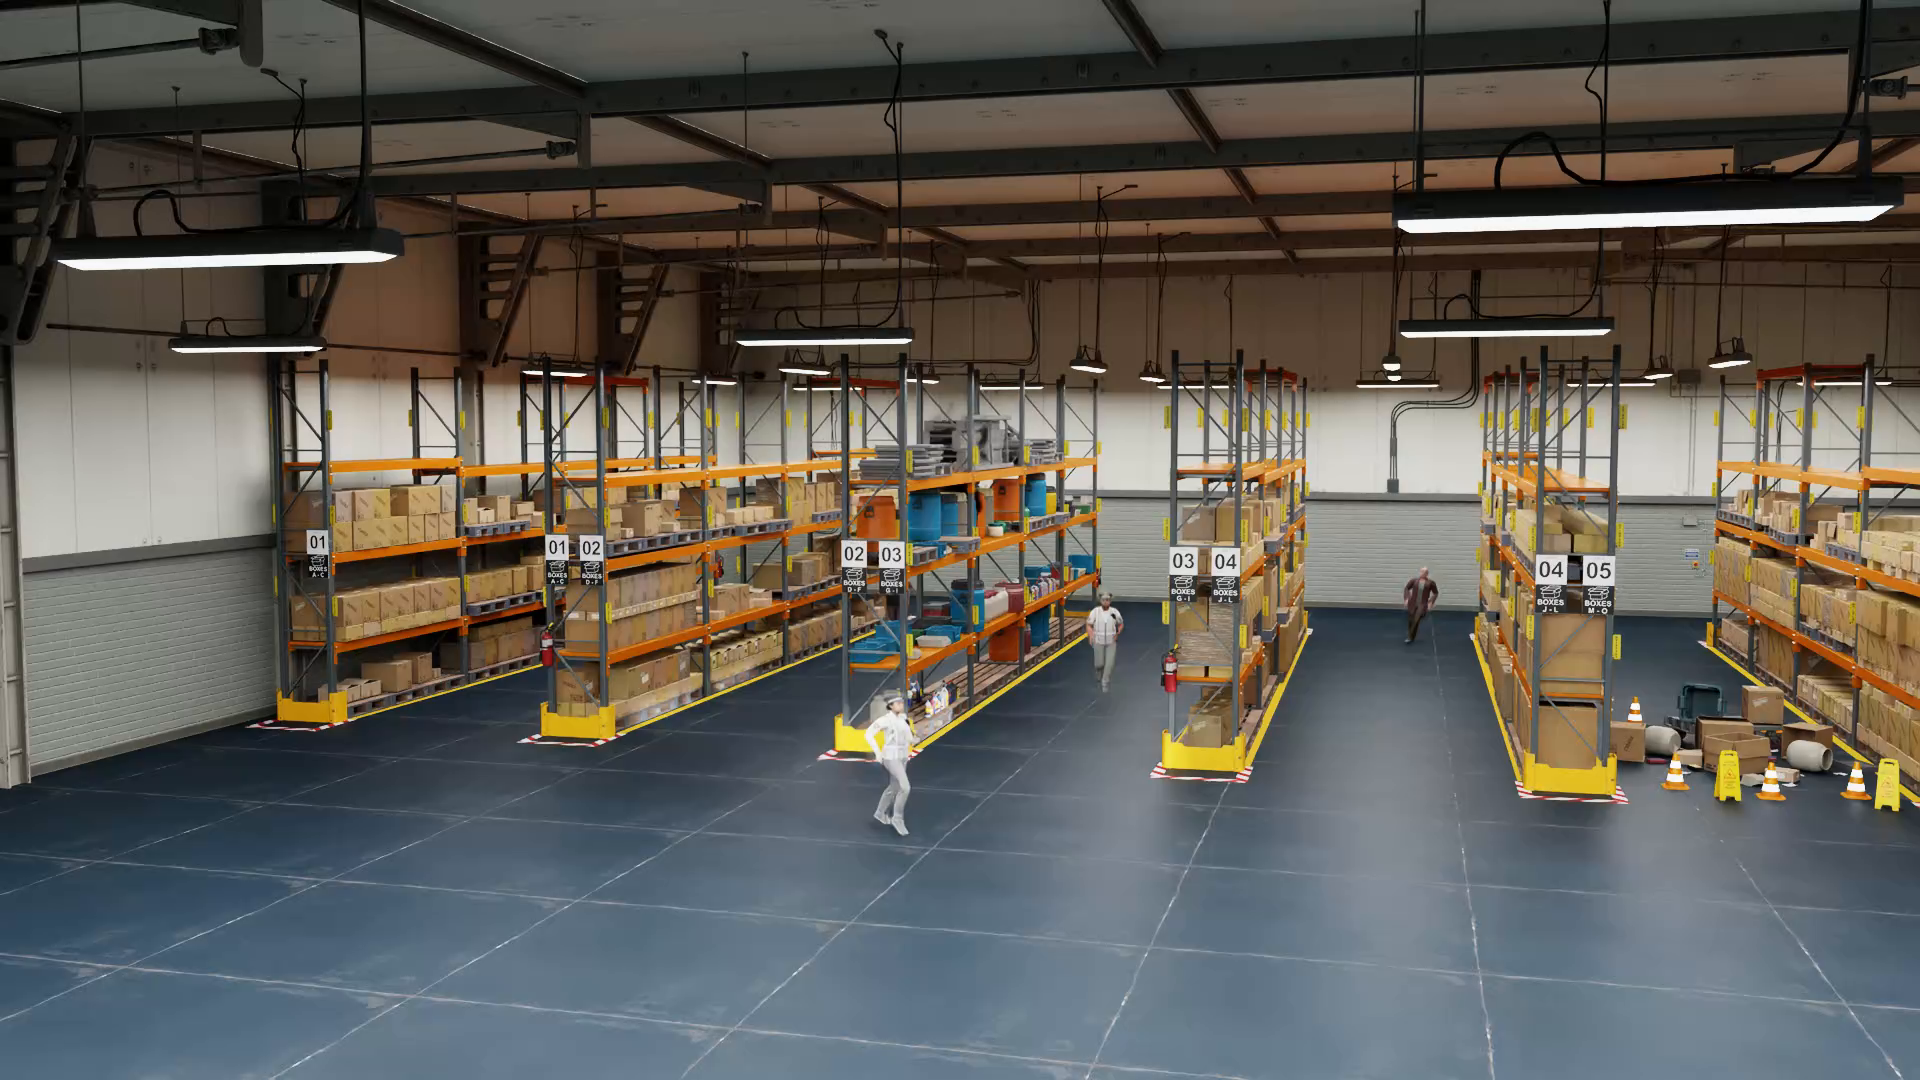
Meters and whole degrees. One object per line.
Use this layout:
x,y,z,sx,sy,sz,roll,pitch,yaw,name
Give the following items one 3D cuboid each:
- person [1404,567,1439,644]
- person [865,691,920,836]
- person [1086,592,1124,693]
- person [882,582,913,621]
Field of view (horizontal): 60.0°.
10.343,1.464,37.347,0.752,1.702,0.706,2,4,22,person
-0.787,2.706,20.244,0.732,1.749,0.576,3,5,34,person
2.529,1.764,28.959,0.664,1.753,0.602,0,4,1,person
-1.301,1.401,34.200,0.650,1.768,0.789,0,4,2,person
